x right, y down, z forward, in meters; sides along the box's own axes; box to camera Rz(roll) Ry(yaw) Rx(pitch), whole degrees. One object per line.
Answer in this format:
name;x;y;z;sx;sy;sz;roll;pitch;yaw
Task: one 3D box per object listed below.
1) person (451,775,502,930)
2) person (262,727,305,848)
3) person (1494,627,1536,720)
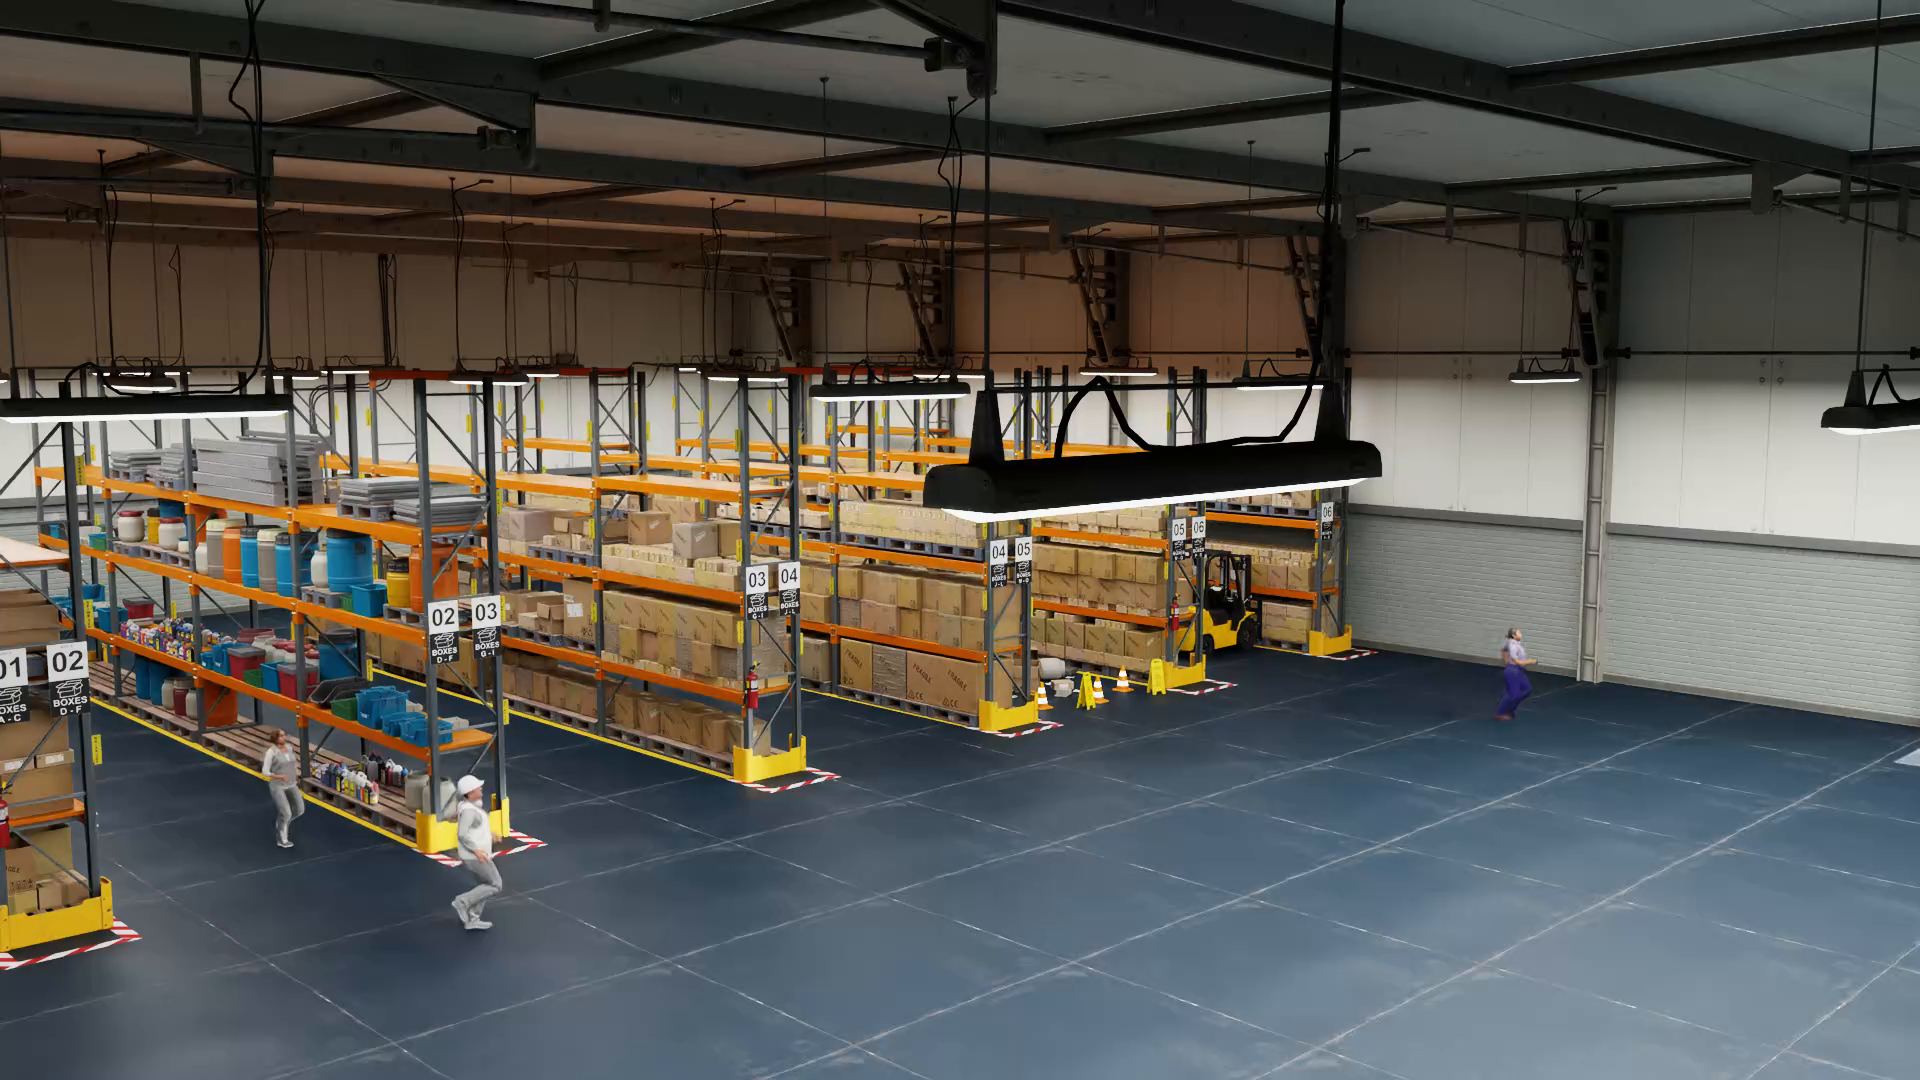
person;-5.304;3.429;18.231;0.575;1.731;0.662;-2;7;-21
person;-8.628;3.163;21.250;0.549;1.554;0.529;4;7;30
person;9.546;2.306;28.566;0.658;1.638;0.599;2;7;21
